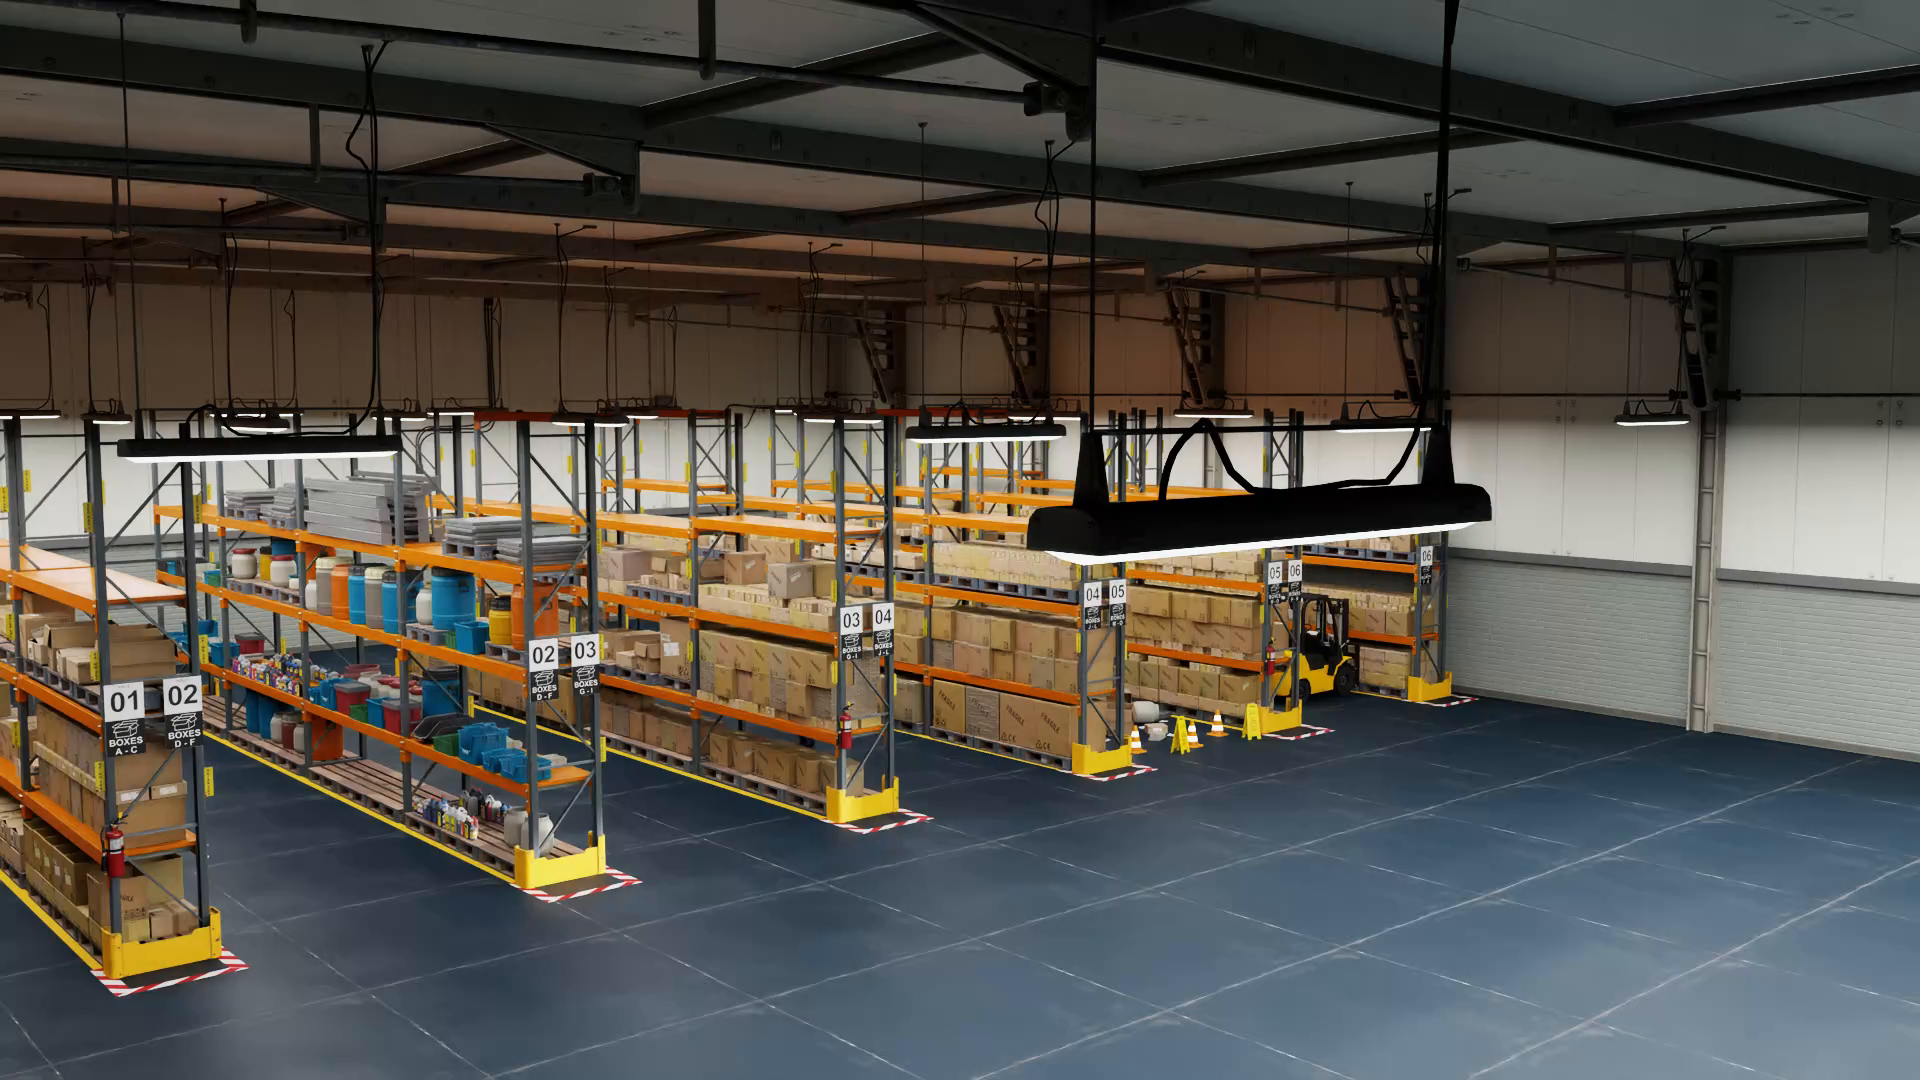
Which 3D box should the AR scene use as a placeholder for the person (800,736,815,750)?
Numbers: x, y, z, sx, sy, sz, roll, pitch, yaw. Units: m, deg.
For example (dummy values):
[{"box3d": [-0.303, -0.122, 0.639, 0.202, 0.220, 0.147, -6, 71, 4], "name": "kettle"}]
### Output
[{"box3d": [-2.582, 2.971, 28.978, 0.391, 1.653, 0.534, -2, 6, -26], "name": "person"}]
